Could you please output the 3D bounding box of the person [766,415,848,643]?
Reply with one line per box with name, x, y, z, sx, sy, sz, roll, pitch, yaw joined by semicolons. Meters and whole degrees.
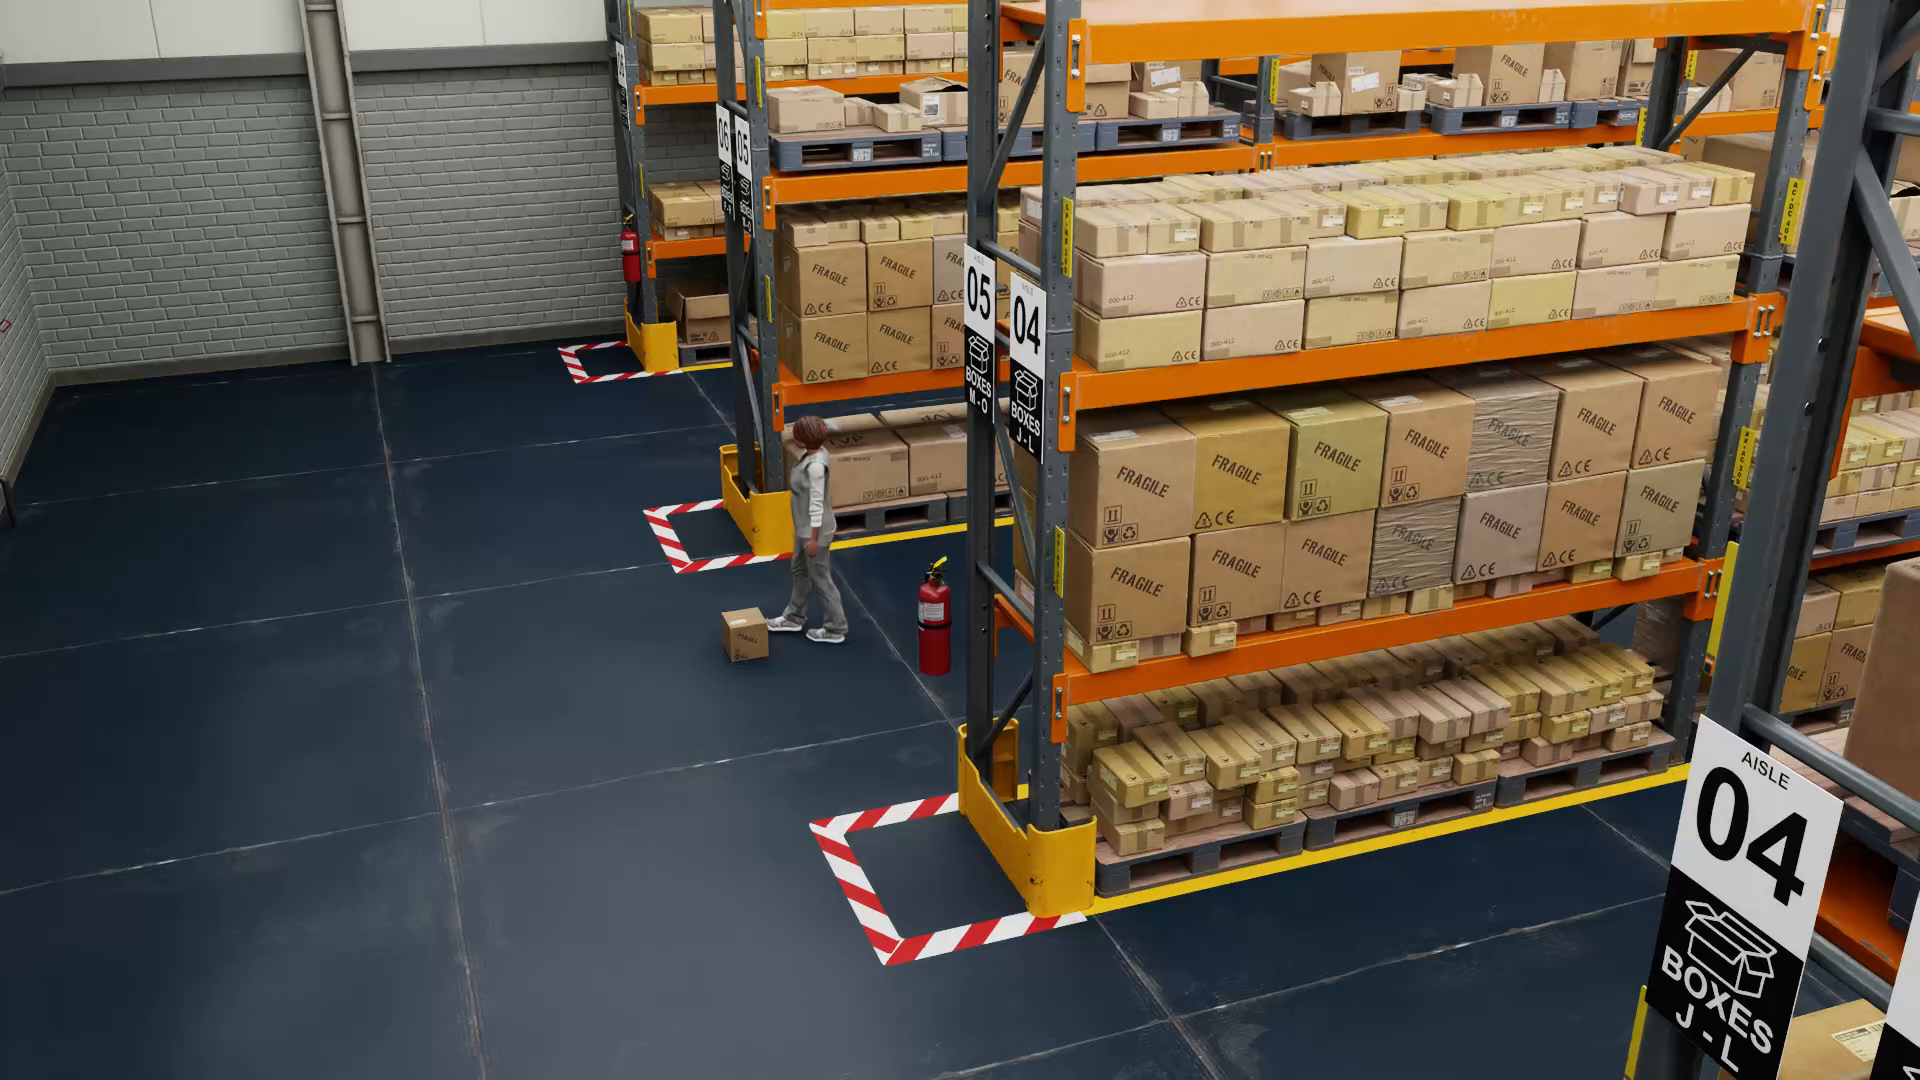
person;-1.049;-0.064;10.951;0.583;1.592;0.421;-2;23;-5
